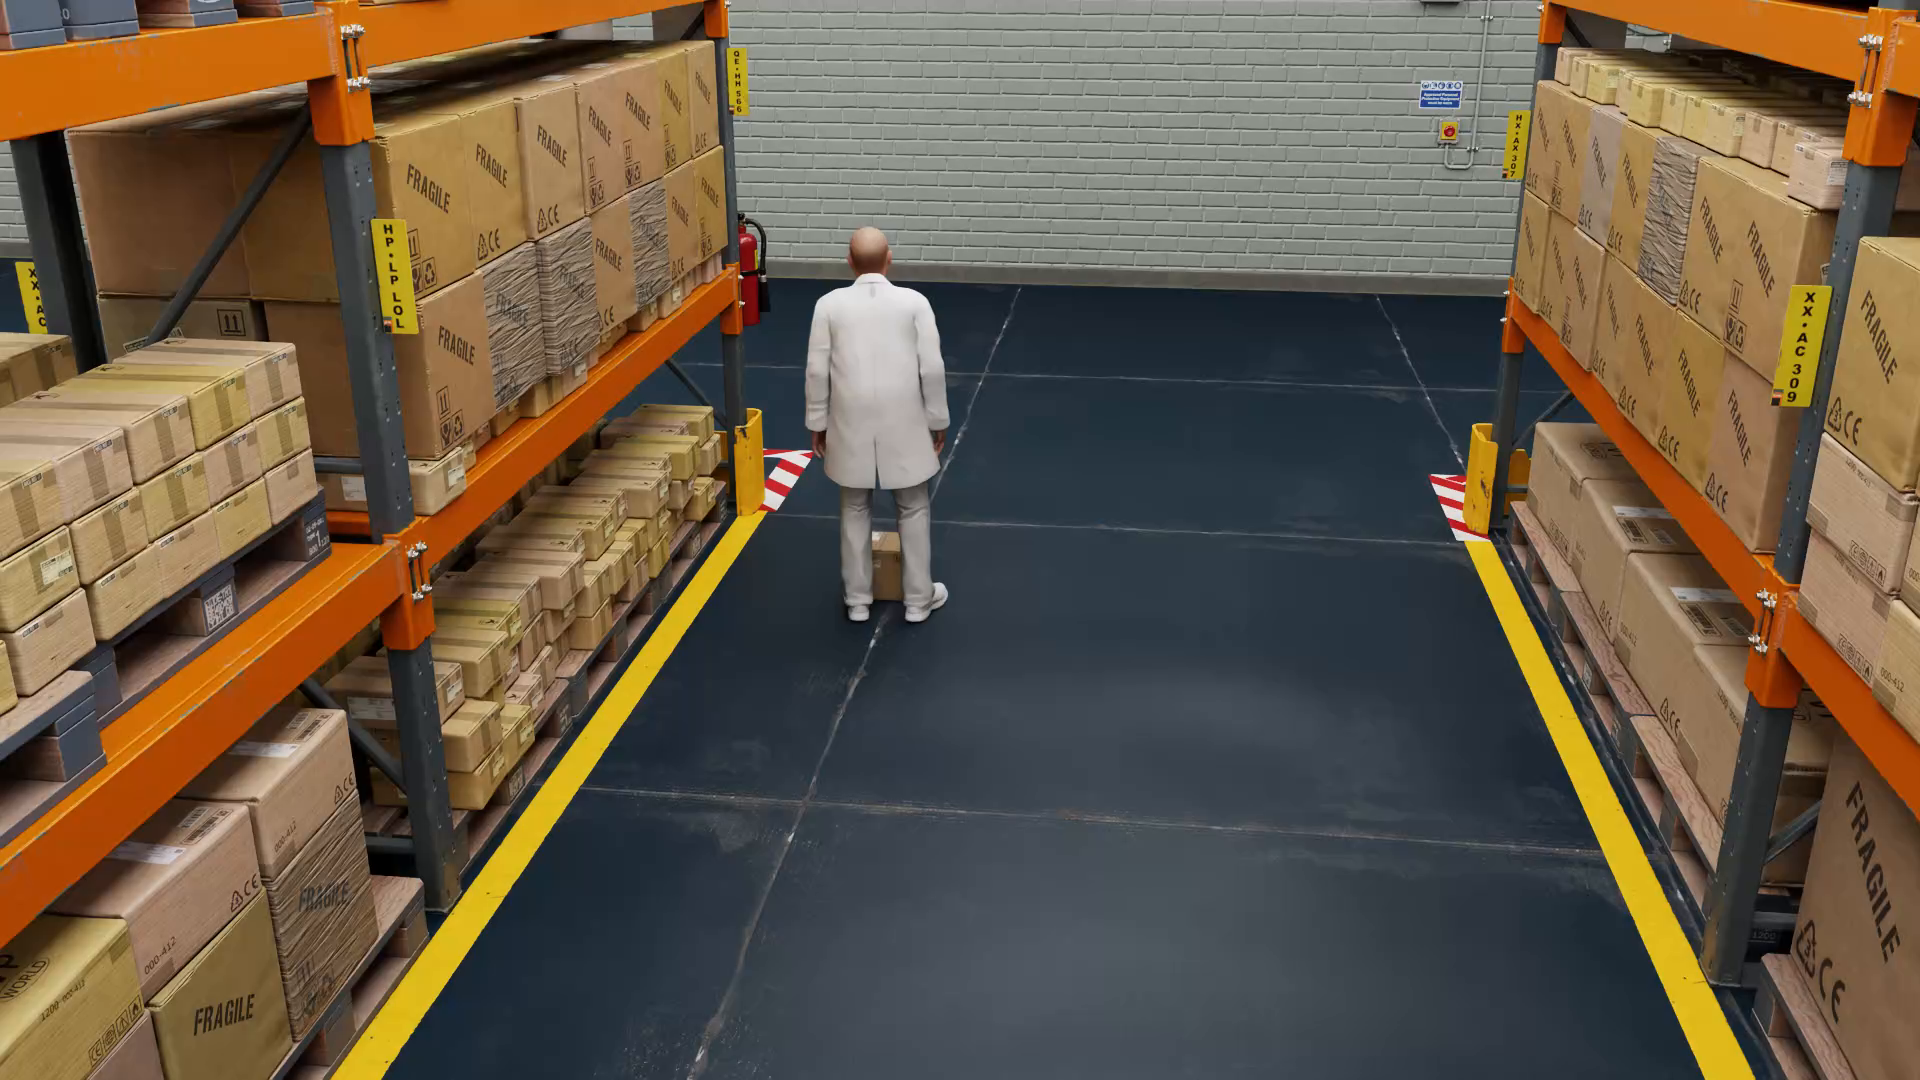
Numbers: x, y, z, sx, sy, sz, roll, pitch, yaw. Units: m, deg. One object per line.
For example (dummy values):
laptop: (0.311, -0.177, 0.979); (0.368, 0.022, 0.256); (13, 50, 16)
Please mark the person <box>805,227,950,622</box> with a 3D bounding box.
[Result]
person: (-0.368, -0.501, 7.420); (0.647, 1.772, 0.433); (1, 21, 2)
